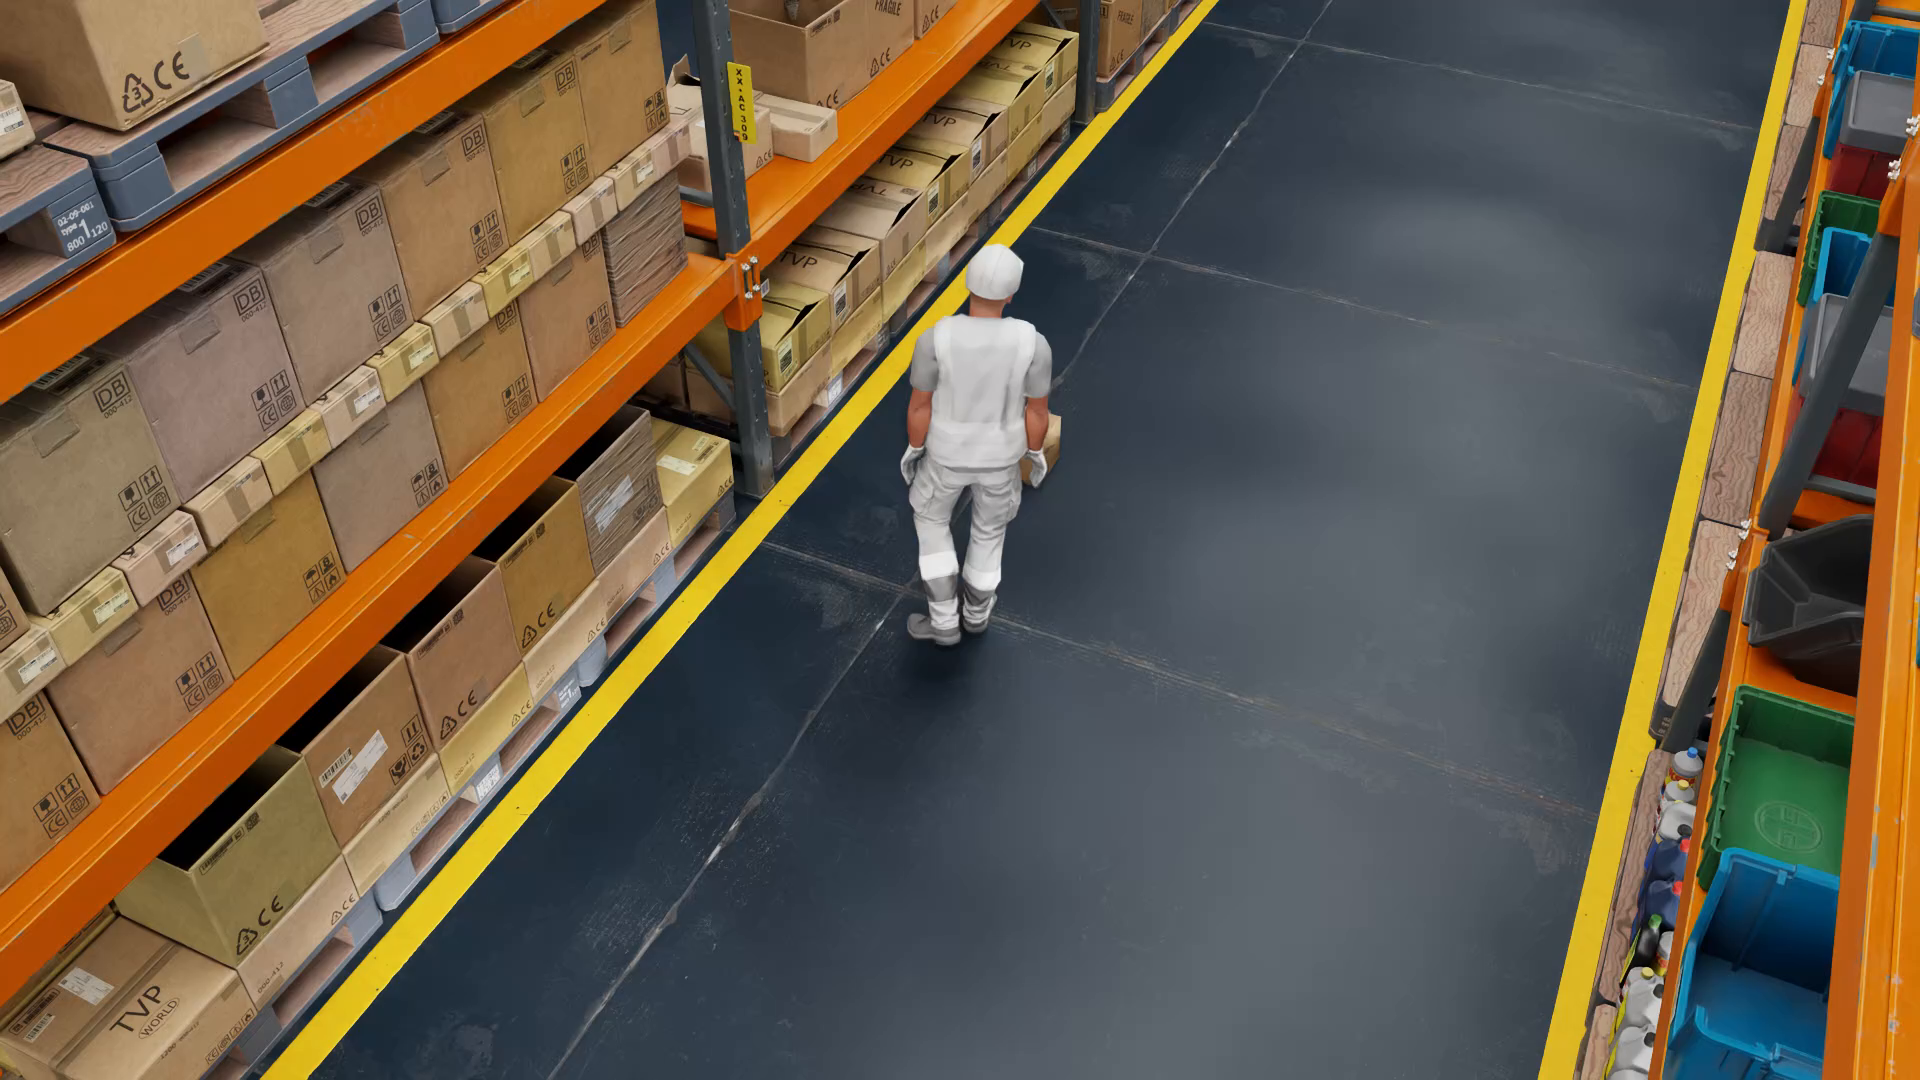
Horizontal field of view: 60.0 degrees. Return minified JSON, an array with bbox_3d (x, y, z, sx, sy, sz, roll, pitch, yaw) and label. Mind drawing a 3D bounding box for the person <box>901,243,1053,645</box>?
[{"bbox_3d":[0.057,-0.298,6.463,0.580,1.785,0.571,0,42,0],"label":"person"}]
